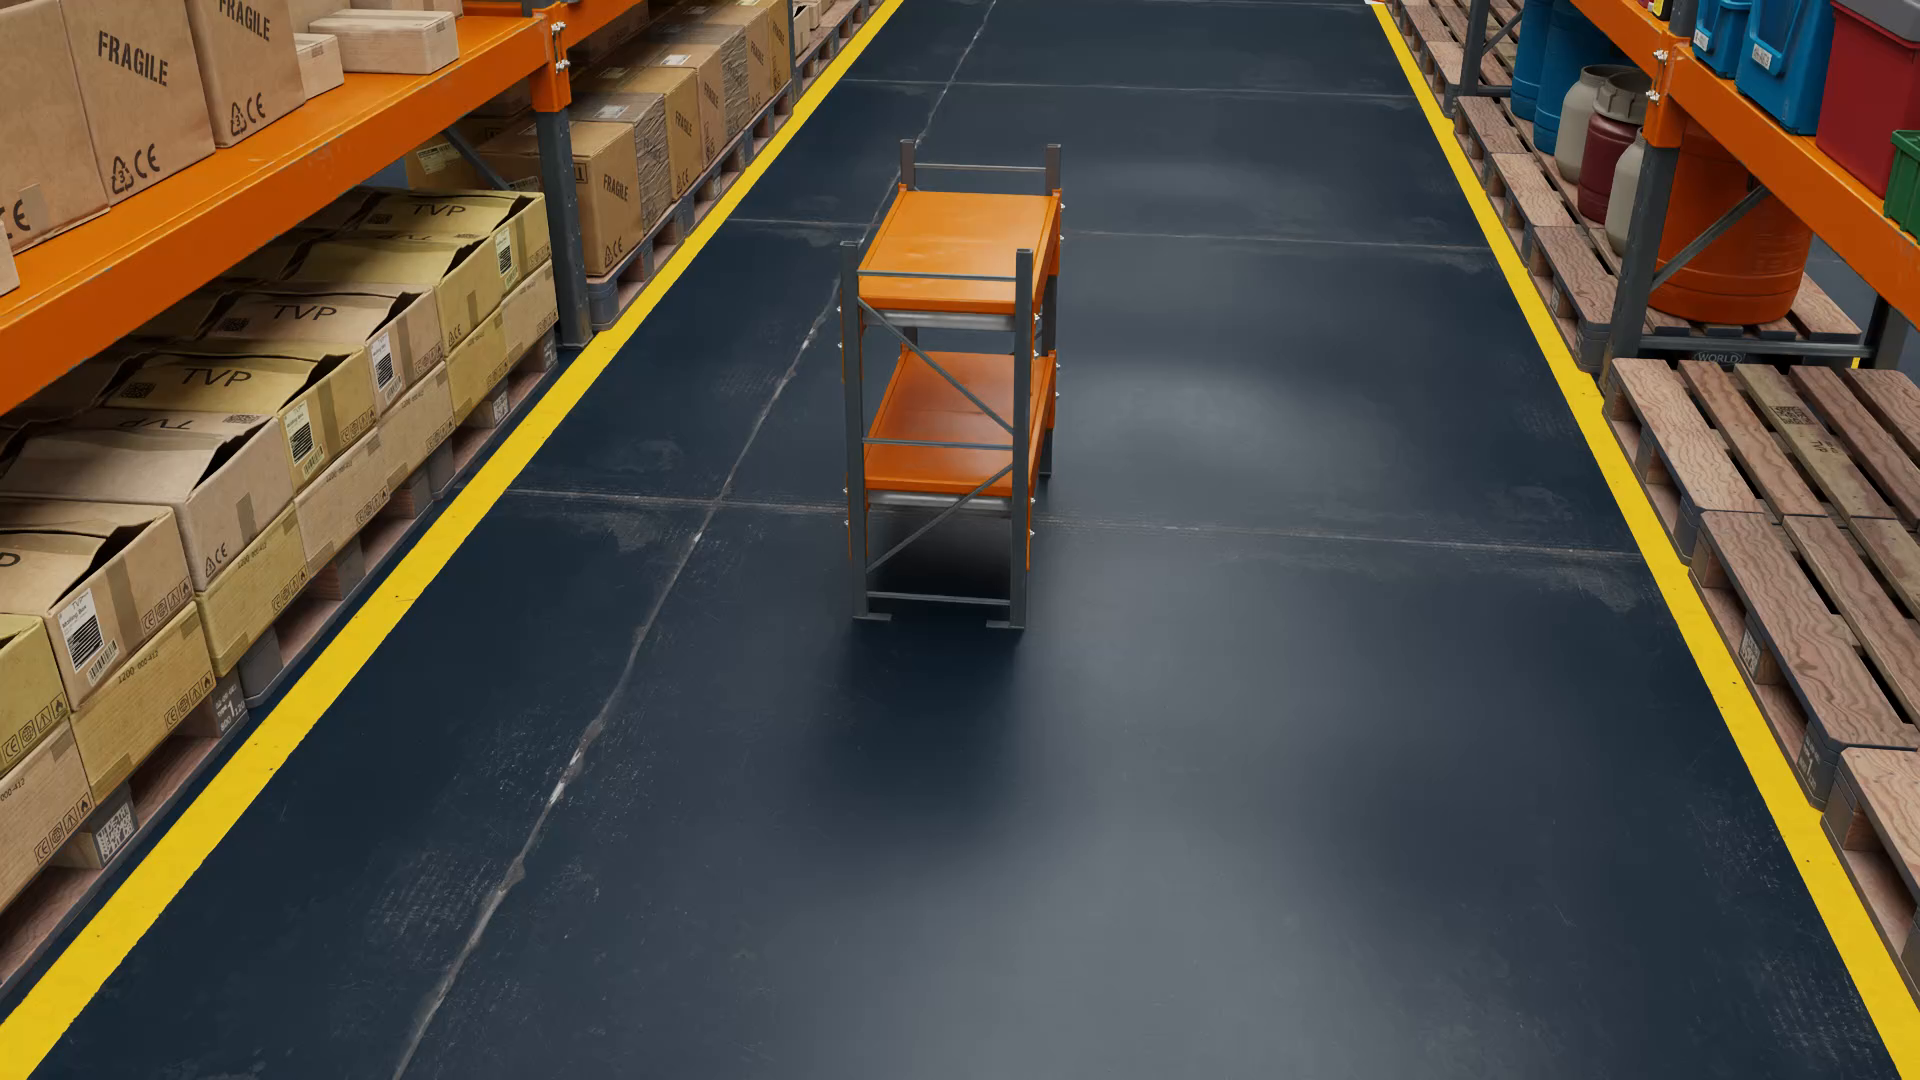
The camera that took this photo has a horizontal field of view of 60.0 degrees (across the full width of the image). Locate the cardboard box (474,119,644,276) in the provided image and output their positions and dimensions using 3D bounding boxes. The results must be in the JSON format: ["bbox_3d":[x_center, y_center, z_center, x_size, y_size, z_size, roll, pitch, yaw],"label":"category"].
[{"bbox_3d":[-1.657,-1.431,6.915,0.500,0.500,0.500,5,29,8],"label":"cardboard box"}]

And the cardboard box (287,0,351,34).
[{"bbox_3d":[-2.298,-1.691,5.320,0.500,0.311,0.500,3,28,6],"label":"cardboard box"}]

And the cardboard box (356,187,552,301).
[{"bbox_3d":[-1.816,-1.100,5.995,0.500,0.311,0.500,4,29,8],"label":"cardboard box"}]

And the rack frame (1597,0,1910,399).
[{"bbox_3d":[2.919,-1.850,5.522,1.000,3.000,0.127,3,28,6],"label":"rack frame"}]

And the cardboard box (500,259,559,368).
[{"bbox_3d":[-1.819,-0.852,6.126,0.500,0.250,0.500,4,29,7],"label":"cardboard box"}]

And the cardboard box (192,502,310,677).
[{"bbox_3d":[-2.066,0.109,4.342,0.500,0.250,0.500,3,28,5],"label":"cardboard box"}]

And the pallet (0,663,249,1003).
[{"bbox_3d":[-2.435,0.622,3.874,1.003,0.211,1.213,3,28,6],"label":"pallet"}]

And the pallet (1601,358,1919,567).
[{"bbox_3d":[2.786,-0.260,5.510,1.003,0.211,1.213,3,28,6],"label":"pallet"}]

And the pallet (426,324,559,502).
[{"bbox_3d":[-2.136,-0.527,6.006,1.003,0.211,1.213,3,28,6],"label":"pallet"}]

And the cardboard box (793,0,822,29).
[{"bbox_3d":[-1.144,-3.562,11.222,0.380,0.166,0.250,3,28,6],"label":"cardboard box"}]

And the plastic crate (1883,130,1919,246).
[{"bbox_3d":[2.362,-0.710,3.629,0.450,0.188,0.662,3,28,6],"label":"plastic crate"}]

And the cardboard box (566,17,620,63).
[{"bbox_3d":[-1.991,-2.526,8.156,0.500,0.250,0.500,3,28,5],"label":"cardboard box"}]

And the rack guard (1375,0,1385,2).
[{"bbox_3d":[3.890,-4.528,13.127,1.175,0.500,0.348,3,28,6],"label":"rack guard"}]

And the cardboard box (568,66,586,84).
[{"bbox_3d":[-2.051,-1.931,7.842,0.500,0.500,0.500,2,28,4],"label":"cardboard box"}]

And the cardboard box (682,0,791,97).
[{"bbox_3d":[-1.282,-2.867,9.581,0.500,0.500,0.500,3,28,6],"label":"cardboard box"}]

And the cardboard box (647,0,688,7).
[{"bbox_3d":[-1.807,-2.902,9.646,0.500,0.500,0.500,2,28,4],"label":"cardboard box"}]

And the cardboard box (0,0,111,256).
[{"bbox_3d":[-2.311,-0.910,3.670,0.500,0.500,0.500,5,29,10],"label":"cardboard box"}]

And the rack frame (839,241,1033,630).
[{"bbox_3d":[-0.061,-0.259,4.545,0.500,1.125,0.032,3,28,6],"label":"rack frame"}]

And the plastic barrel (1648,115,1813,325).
[{"bbox_3d":[2.962,-1.311,6.366,0.600,0.830,0.708,3,28,6],"label":"plastic barrel"}]

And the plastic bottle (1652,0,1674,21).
[{"bbox_3d":[2.546,-2.014,5.949,0.061,0.283,0.133,3,28,6],"label":"plastic bottle"}]

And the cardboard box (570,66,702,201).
[{"bbox_3d":[-1.532,-1.913,7.810,0.500,0.500,0.500,3,28,6],"label":"cardboard box"}]

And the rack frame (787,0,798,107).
[{"bbox_3d":[-1.506,-4.023,9.554,1.000,3.000,0.127,3,28,6],"label":"rack frame"}]

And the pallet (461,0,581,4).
[{"bbox_3d":[-1.983,-2.379,6.705,1.213,0.211,1.003,3,28,6],"label":"pallet"}]

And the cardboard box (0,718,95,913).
[{"bbox_3d":[-2.191,0.593,3.443,0.500,0.250,0.500,3,28,5],"label":"cardboard box"}]

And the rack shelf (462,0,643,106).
[{"bbox_3d":[-1.751,-2.765,7.977,1.077,0.370,4.000,3,28,6],"label":"rack shelf"}]

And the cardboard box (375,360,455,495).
[{"bbox_3d":[-1.943,-0.373,5.236,0.500,0.250,0.500,4,29,7],"label":"cardboard box"}]

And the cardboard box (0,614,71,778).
[{"bbox_3d":[-2.188,0.342,3.318,0.500,0.311,0.500,3,29,6],"label":"cardboard box"}]

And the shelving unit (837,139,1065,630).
[{"bbox_3d":[0.001,-0.498,4.989,0.538,1.125,1.048,3,28,6],"label":"shelving unit"}]

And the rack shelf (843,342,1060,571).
[{"bbox_3d":[0.001,-0.283,5.105,0.538,0.278,1.000,3,28,6],"label":"rack shelf"}]

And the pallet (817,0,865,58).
[{"bbox_3d":[-1.274,-3.694,11.885,1.003,0.211,1.213,3,28,6],"label":"pallet"}]

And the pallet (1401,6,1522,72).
[{"bbox_3d":[3.608,-3.430,11.394,1.003,0.211,1.213,3,28,6],"label":"pallet"}]

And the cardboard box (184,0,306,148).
[{"bbox_3d":[-2.186,-1.393,4.568,0.500,0.500,0.500,2,28,3],"label":"cardboard box"}]

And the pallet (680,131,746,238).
[{"bbox_3d":[-1.715,-1.834,8.432,1.003,0.211,1.213,3,28,6],"label":"pallet"}]

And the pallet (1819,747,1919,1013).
[{"bbox_3d":[2.487,0.888,3.379,1.003,0.211,1.213,3,28,6],"label":"pallet"}]

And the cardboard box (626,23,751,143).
[{"bbox_3d":[-1.413,-2.399,8.712,0.500,0.500,0.500,4,29,7],"label":"cardboard box"}]

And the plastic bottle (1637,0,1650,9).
[{"bbox_3d":[2.574,-2.123,6.151,0.061,0.283,0.133,3,28,6],"label":"plastic bottle"}]

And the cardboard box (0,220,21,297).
[{"bbox_3d":[-2.175,-0.552,3.376,0.380,0.149,0.250,3,28,6],"label":"cardboard box"}]

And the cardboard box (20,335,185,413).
[{"bbox_3d":[-2.535,-0.402,4.698,0.500,0.311,0.500,3,28,6],"label":"cardboard box"}]

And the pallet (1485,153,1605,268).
[{"bbox_3d":[3.127,-1.569,7.939,1.003,0.211,1.213,3,28,6],"label":"pallet"}]

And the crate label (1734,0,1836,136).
[{"bbox_3d":[2.529,-1.414,4.674,0.502,0.435,0.616,3,28,6],"label":"crate label"}]

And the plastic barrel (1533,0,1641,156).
[{"bbox_3d":[3.239,-2.406,8.323,0.600,0.901,0.708,3,28,6],"label":"plastic barrel"}]

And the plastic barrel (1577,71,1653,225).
[{"bbox_3d":[3.101,-1.736,7.410,0.600,0.588,0.708,3,28,6],"label":"plastic barrel"}]

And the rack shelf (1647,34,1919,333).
[{"bbox_3d":[2.674,-0.592,3.945,1.077,0.370,4.000,3,28,6],"label":"rack shelf"}]

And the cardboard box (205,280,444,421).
[{"bbox_3d":[-1.938,-0.618,5.099,0.500,0.311,0.500,3,28,6],"label":"cardboard box"}]

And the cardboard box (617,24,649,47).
[{"bbox_3d":[-1.930,-2.416,8.743,0.500,0.500,0.500,4,29,7],"label":"cardboard box"}]

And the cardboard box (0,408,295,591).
[{"bbox_3d":[-2.060,-0.137,4.207,0.500,0.311,0.500,2,28,5],"label":"cardboard box"}]

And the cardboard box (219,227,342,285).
[{"bbox_3d":[-2.408,-0.884,5.593,0.500,0.311,0.500,3,28,5],"label":"cardboard box"}]
